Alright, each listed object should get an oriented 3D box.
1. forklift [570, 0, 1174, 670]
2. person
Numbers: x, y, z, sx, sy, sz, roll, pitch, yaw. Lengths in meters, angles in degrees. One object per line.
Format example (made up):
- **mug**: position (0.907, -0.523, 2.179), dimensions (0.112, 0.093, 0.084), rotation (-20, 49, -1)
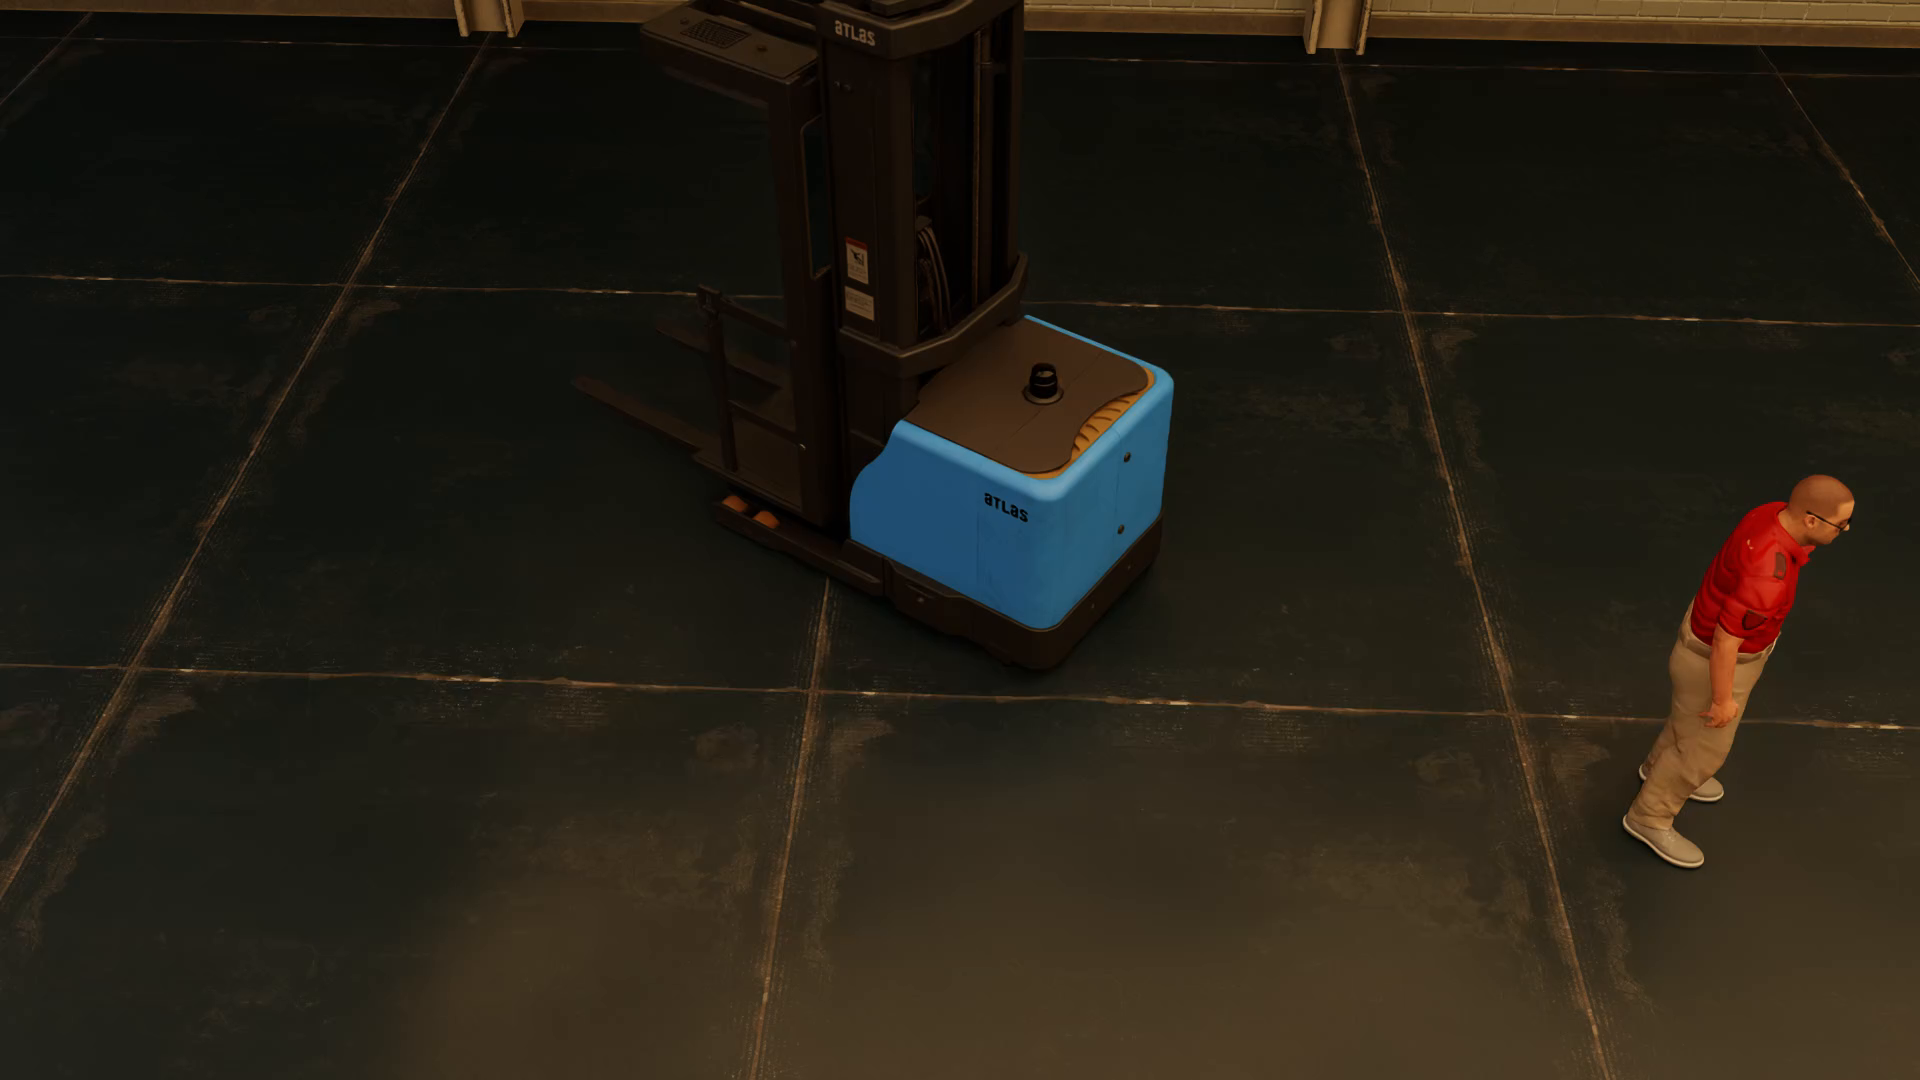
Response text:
- **forklift**: position (-0.564, -1.317, 7.185), dimensions (3.031, 2.935, 1.130), rotation (26, 48, 25)
- **person**: position (2.853, 0.436, 6.158), dimensions (0.398, 1.725, 0.590), rotation (20, 46, 21)
